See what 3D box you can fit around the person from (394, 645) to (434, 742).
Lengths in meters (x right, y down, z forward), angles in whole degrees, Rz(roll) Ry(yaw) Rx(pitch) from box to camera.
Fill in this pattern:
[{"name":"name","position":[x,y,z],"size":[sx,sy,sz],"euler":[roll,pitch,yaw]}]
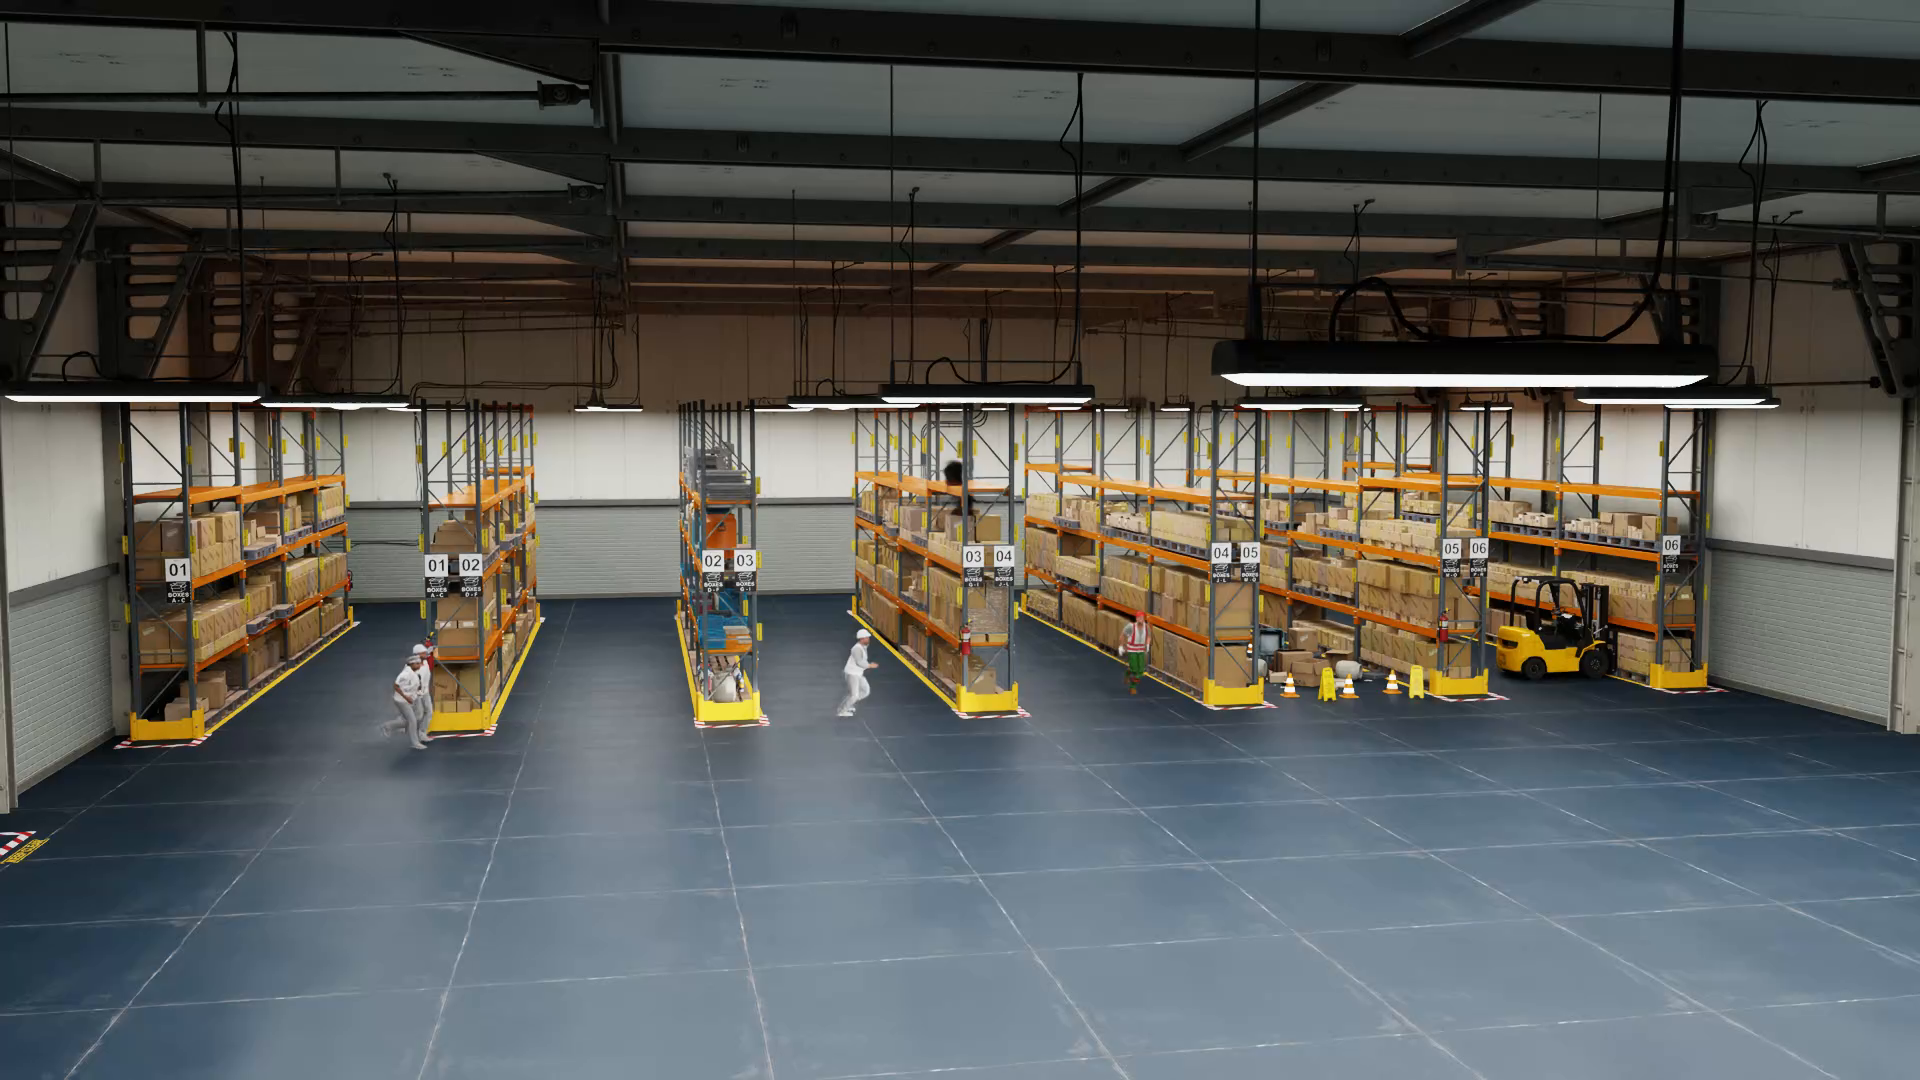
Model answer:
[{"name":"person","position":[-9.550,2.673,29.124],"size":[0.757,1.707,0.682],"euler":[2,5,23]}]

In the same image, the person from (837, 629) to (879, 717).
[{"name":"person","position":[-1.932,2.513,31.488],"size":[0.817,1.666,0.654],"euler":[1,4,8]}]

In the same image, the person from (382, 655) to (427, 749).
[{"name":"person","position":[-9.581,2.770,28.510],"size":[0.858,1.641,0.544],"euler":[1,5,18]}]

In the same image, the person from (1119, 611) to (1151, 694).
[{"name":"person","position":[3.600,2.292,34.171],"size":[0.651,1.717,0.693],"euler":[-2,5,-27]}]
